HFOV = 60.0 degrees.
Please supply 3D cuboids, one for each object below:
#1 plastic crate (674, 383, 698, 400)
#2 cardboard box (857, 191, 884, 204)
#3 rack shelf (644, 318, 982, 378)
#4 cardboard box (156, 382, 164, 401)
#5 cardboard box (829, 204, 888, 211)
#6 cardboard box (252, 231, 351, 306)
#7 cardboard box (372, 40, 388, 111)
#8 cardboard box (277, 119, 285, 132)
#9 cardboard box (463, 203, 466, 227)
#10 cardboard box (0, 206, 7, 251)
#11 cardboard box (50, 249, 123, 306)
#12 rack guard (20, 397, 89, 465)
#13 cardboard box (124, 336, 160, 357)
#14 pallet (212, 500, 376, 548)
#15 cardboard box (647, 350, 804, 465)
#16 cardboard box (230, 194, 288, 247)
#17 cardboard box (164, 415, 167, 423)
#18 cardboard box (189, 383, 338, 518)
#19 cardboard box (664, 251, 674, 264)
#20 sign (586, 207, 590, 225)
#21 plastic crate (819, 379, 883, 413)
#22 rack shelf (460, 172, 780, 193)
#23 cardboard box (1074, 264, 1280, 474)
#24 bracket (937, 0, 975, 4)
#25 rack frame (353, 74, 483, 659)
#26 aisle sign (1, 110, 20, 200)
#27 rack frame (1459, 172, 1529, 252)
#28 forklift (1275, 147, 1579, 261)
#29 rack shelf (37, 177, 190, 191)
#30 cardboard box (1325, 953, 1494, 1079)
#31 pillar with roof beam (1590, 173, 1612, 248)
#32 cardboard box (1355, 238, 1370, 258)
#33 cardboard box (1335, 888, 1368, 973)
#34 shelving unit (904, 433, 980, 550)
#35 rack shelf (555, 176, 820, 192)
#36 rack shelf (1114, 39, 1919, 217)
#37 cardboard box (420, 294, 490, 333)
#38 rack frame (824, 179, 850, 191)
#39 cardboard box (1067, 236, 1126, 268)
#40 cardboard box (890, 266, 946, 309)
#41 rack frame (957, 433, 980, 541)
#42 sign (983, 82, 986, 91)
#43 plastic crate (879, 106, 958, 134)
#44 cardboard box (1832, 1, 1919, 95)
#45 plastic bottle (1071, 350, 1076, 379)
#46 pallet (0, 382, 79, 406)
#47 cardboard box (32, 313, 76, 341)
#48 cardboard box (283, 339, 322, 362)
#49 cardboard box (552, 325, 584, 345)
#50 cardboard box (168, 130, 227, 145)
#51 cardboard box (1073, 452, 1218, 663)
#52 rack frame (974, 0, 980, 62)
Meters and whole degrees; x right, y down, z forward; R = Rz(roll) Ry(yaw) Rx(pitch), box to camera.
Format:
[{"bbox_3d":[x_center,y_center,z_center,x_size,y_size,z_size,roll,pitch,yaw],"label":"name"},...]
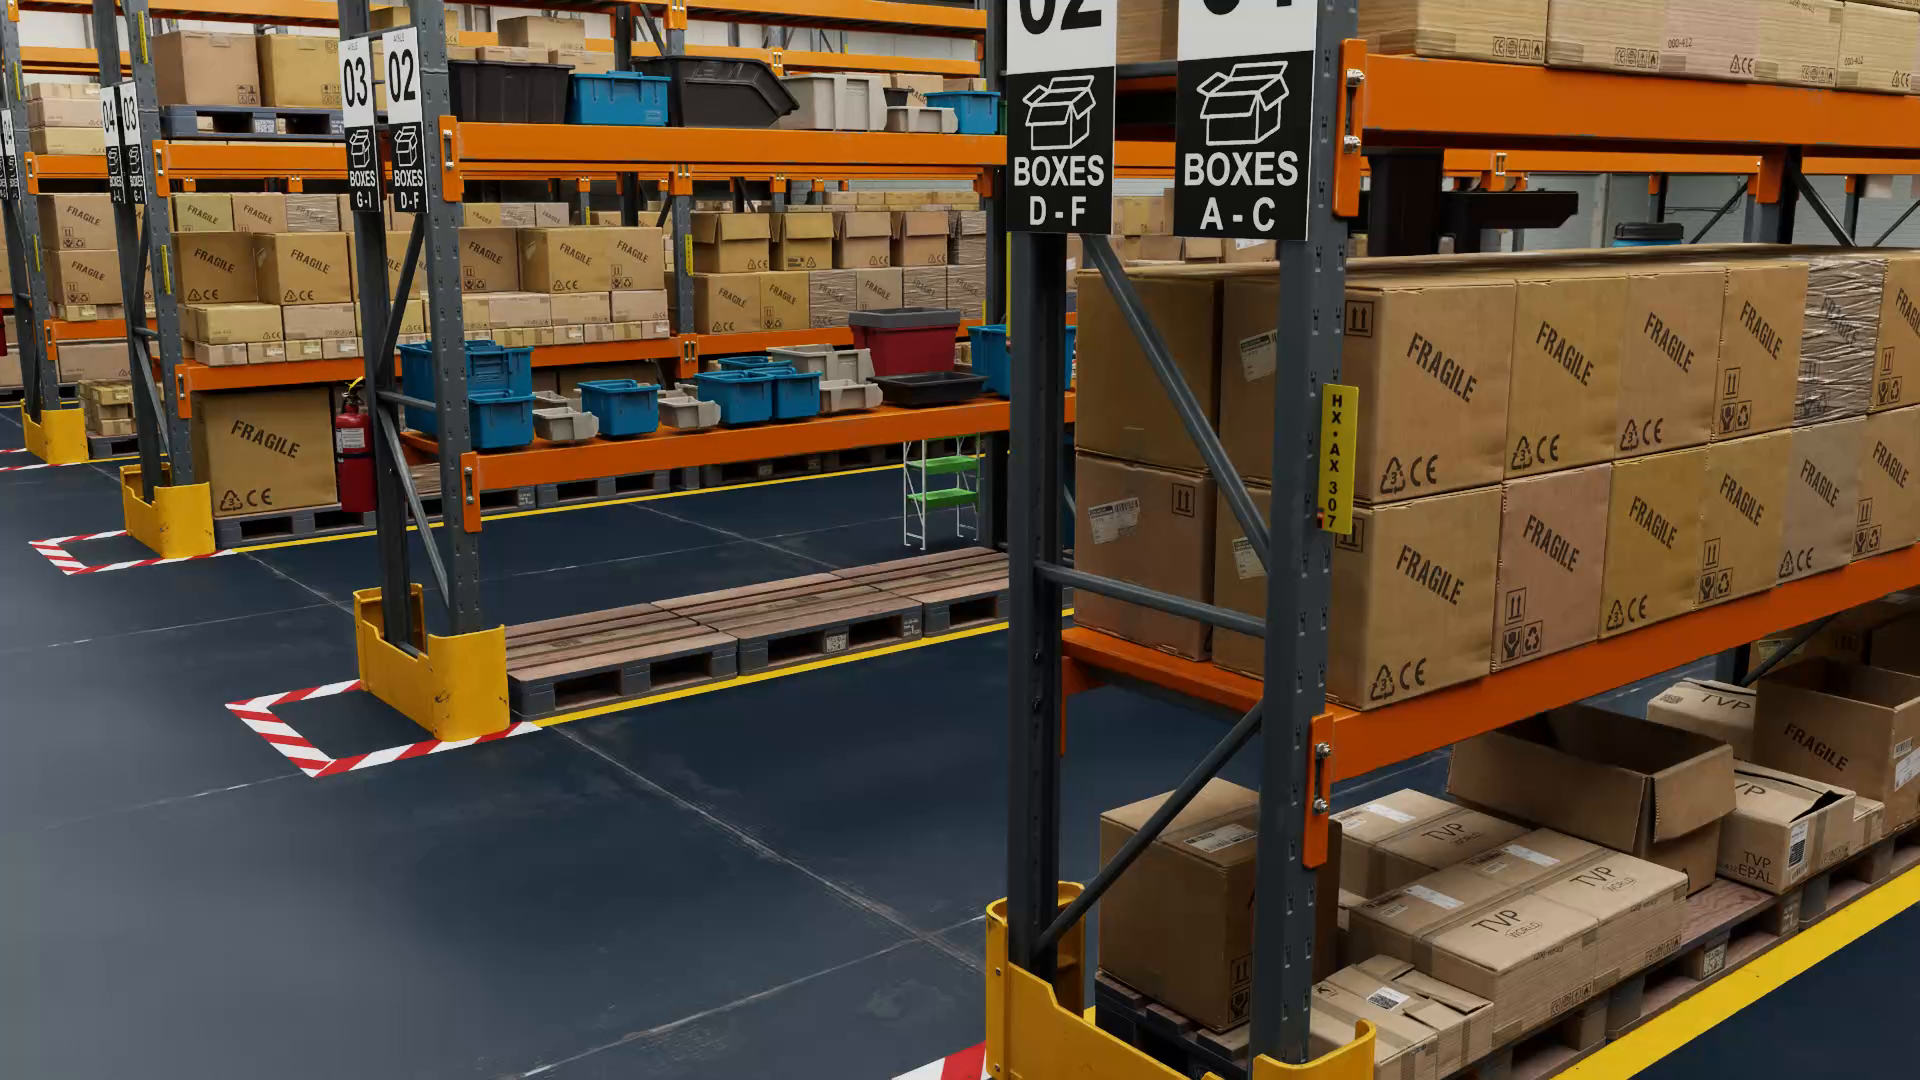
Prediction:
[{"bbox_3d":[-1.422,-0.799,9.160,0.250,0.136,0.298,-9,15,-38],"label":"plastic crate"},{"bbox_3d":[-1.626,-5.382,26.891,0.500,0.500,0.700,-9,15,-37],"label":"cardboard box"},{"bbox_3d":[-1.012,-1.876,15.476,4.000,0.370,1.077,-9,15,-38],"label":"rack shelf"},{"bbox_3d":[-7.678,-1.449,16.153,0.250,0.149,0.380,-9,15,-38],"label":"cardboard box"},{"bbox_3d":[-1.319,-4.033,21.252,0.500,0.500,0.700,-10,15,-39],"label":"cardboard box"},{"bbox_3d":[-4.763,-1.972,12.034,0.500,0.500,0.500,-10,16,-39],"label":"cardboard box"},{"bbox_3d":[-4.436,-3.425,12.322,0.500,0.500,0.700,-11,16,-41],"label":"cardboard box"},{"bbox_3d":[-6.612,-4.190,16.574,0.500,0.250,0.500,-9,15,-35],"label":"cardboard box"},{"bbox_3d":[-7.068,-4.328,22.641,0.500,0.500,0.500,-10,15,-39],"label":"cardboard box"},{"bbox_3d":[-11.335,-3.611,19.266,0.500,0.500,0.500,-10,15,-39],"label":"cardboard box"},{"bbox_3d":[-8.193,-2.475,15.607,0.500,0.500,0.500,-9,15,-35],"label":"cardboard box"},{"bbox_3d":[-8.657,-1.055,15.891,0.348,0.500,1.175,-9,15,-38],"label":"rack guard"},{"bbox_3d":[-10.020,-2.348,21.122,0.875,0.438,0.875,-10,16,-39],"label":"cardboard box"},{"bbox_3d":[-5.121,-0.202,12.573,1.213,0.211,1.003,-9,15,-38],"label":"pallet"},{"bbox_3d":[-2.086,-1.221,14.763,0.875,0.875,1.225,-9,15,-37],"label":"cardboard box"},{"bbox_3d":[-6.994,-3.163,16.440,0.500,0.500,0.500,-10,16,-39],"label":"cardboard box"},{"bbox_3d":[-7.764,-1.175,16.293,0.250,0.149,0.380,-9,15,-37],"label":"cardboard box"},{"bbox_3d":[-5.247,-0.712,12.364,0.875,0.875,0.875,-9,15,-38],"label":"cardboard box"},{"bbox_3d":[-3.374,-3.262,19.146,0.250,0.149,0.380,-10,15,-38],"label":"cardboard box"},{"bbox_3d":[-5.291,-4.572,23.651,0.005,0.325,0.100,-9,15,-38],"label":"sign"},{"bbox_3d":[-0.651,-0.791,9.124,0.466,0.136,0.293,-9,15,-38],"label":"plastic crate"},{"bbox_3d":[-4.031,-4.161,19.015,4.000,0.370,1.077,-9,15,-38],"label":"rack shelf"},{"bbox_3d":[0.665,-0.483,4.534,0.500,0.500,0.500,-10,15,-38],"label":"cardboard box"},{"bbox_3d":[-1.033,-11.022,33.704,4.783,0.066,0.076,-9,15,-38],"label":"bracket"},{"bbox_3d":[-2.603,-0.646,7.952,0.127,3.000,1.000,-9,15,-38],"label":"rack frame"},{"bbox_3d":[-8.586,-3.481,15.042,0.004,0.787,0.394,-9,15,-38],"label":"aisle sign"},{"bbox_3d":[6.797,-3.526,21.512,0.127,3.000,1.000,-9,15,-38],"label":"rack frame"},{"bbox_3d":[2.460,-0.789,8.790,3.031,2.935,1.130,-6,13,-26],"label":"forklift"},{"bbox_3d":[-13.430,-5.237,24.079,4.000,0.370,1.077,-9,15,-38],"label":"rack shelf"},{"bbox_3d":[1.226,1.297,4.561,0.250,0.166,0.380,-9,15,-38],"label":"cardboard box"},{"bbox_3d":[22.511,-12.123,47.555,0.548,9.000,9.100,-9,15,-38],"label":"pillar with roof beam"},{"bbox_3d":[4.476,-3.309,19.533,0.500,0.500,0.875,-9,15,-38],"label":"cardboard box"},{"bbox_3d":[1.132,1.180,5.114,0.250,0.166,0.380,-9,15,-38],"label":"cardboard box"},{"bbox_3d":[-0.129,-0.565,11.903,0.503,1.200,0.258,-9,15,-38],"label":"shelving unit"},{"bbox_3d":[-4.079,-5.470,25.179,4.000,0.370,1.077,-9,15,-38],"label":"rack shelf"},{"bbox_3d":[2.051,-1.218,5.151,4.000,0.370,1.077,-9,15,-38],"label":"rack shelf"},{"bbox_3d":[-3.953,-1.742,12.757,0.500,0.250,0.500,-10,15,-39],"label":"cardboard box"},{"bbox_3d":[-2.498,-5.938,32.871,0.127,3.000,1.000,-9,15,-38],"label":"rack frame"},{"bbox_3d":[1.320,-2.907,17.348,0.500,0.500,0.700,-7,14,-29],"label":"cardboard box"},{"bbox_3d":[-0.477,-2.301,15.502,0.500,0.500,0.500,-10,16,-39],"label":"cardboard box"},{"bbox_3d":[0.061,-0.597,12.052,0.015,1.200,0.240,-9,15,-38],"label":"rack frame"},{"bbox_3d":[0.179,-2.727,10.505,0.005,0.325,0.100,-9,15,-38],"label":"sign"},{"bbox_3d":[-0.235,-2.277,9.044,0.466,0.136,0.293,-9,15,-38],"label":"plastic crate"},{"bbox_3d":[2.617,-1.520,5.204,0.500,0.250,0.500,-9,15,-38],"label":"cardboard box"},{"bbox_3d":[0.719,-1.154,10.821,0.097,0.201,0.097,0,12,0],"label":"plastic bottle"},{"bbox_3d":[-11.312,-1.810,20.143,1.213,0.211,1.003,-9,15,-38],"label":"pallet"},{"bbox_3d":[-13.287,-3.065,24.350,0.500,0.500,0.500,-9,15,-37],"label":"cardboard box"},{"bbox_3d":[-4.814,-1.386,12.041,0.250,0.149,0.380,-10,16,-39],"label":"cardboard box"},{"bbox_3d":[-3.209,-1.653,13.298,0.250,0.149,0.380,-9,15,-37],"label":"cardboard box"},{"bbox_3d":[-7.398,-3.815,16.012,0.500,0.250,0.500,-10,16,-39],"label":"cardboard box"},{"bbox_3d":[0.669,0.006,4.637,0.500,0.500,0.500,-9,15,-36],"label":"cardboard box"},{"bbox_3d":[0.606,-8.068,28.459,0.127,3.000,1.000,-9,15,-38],"label":"rack frame"}]
